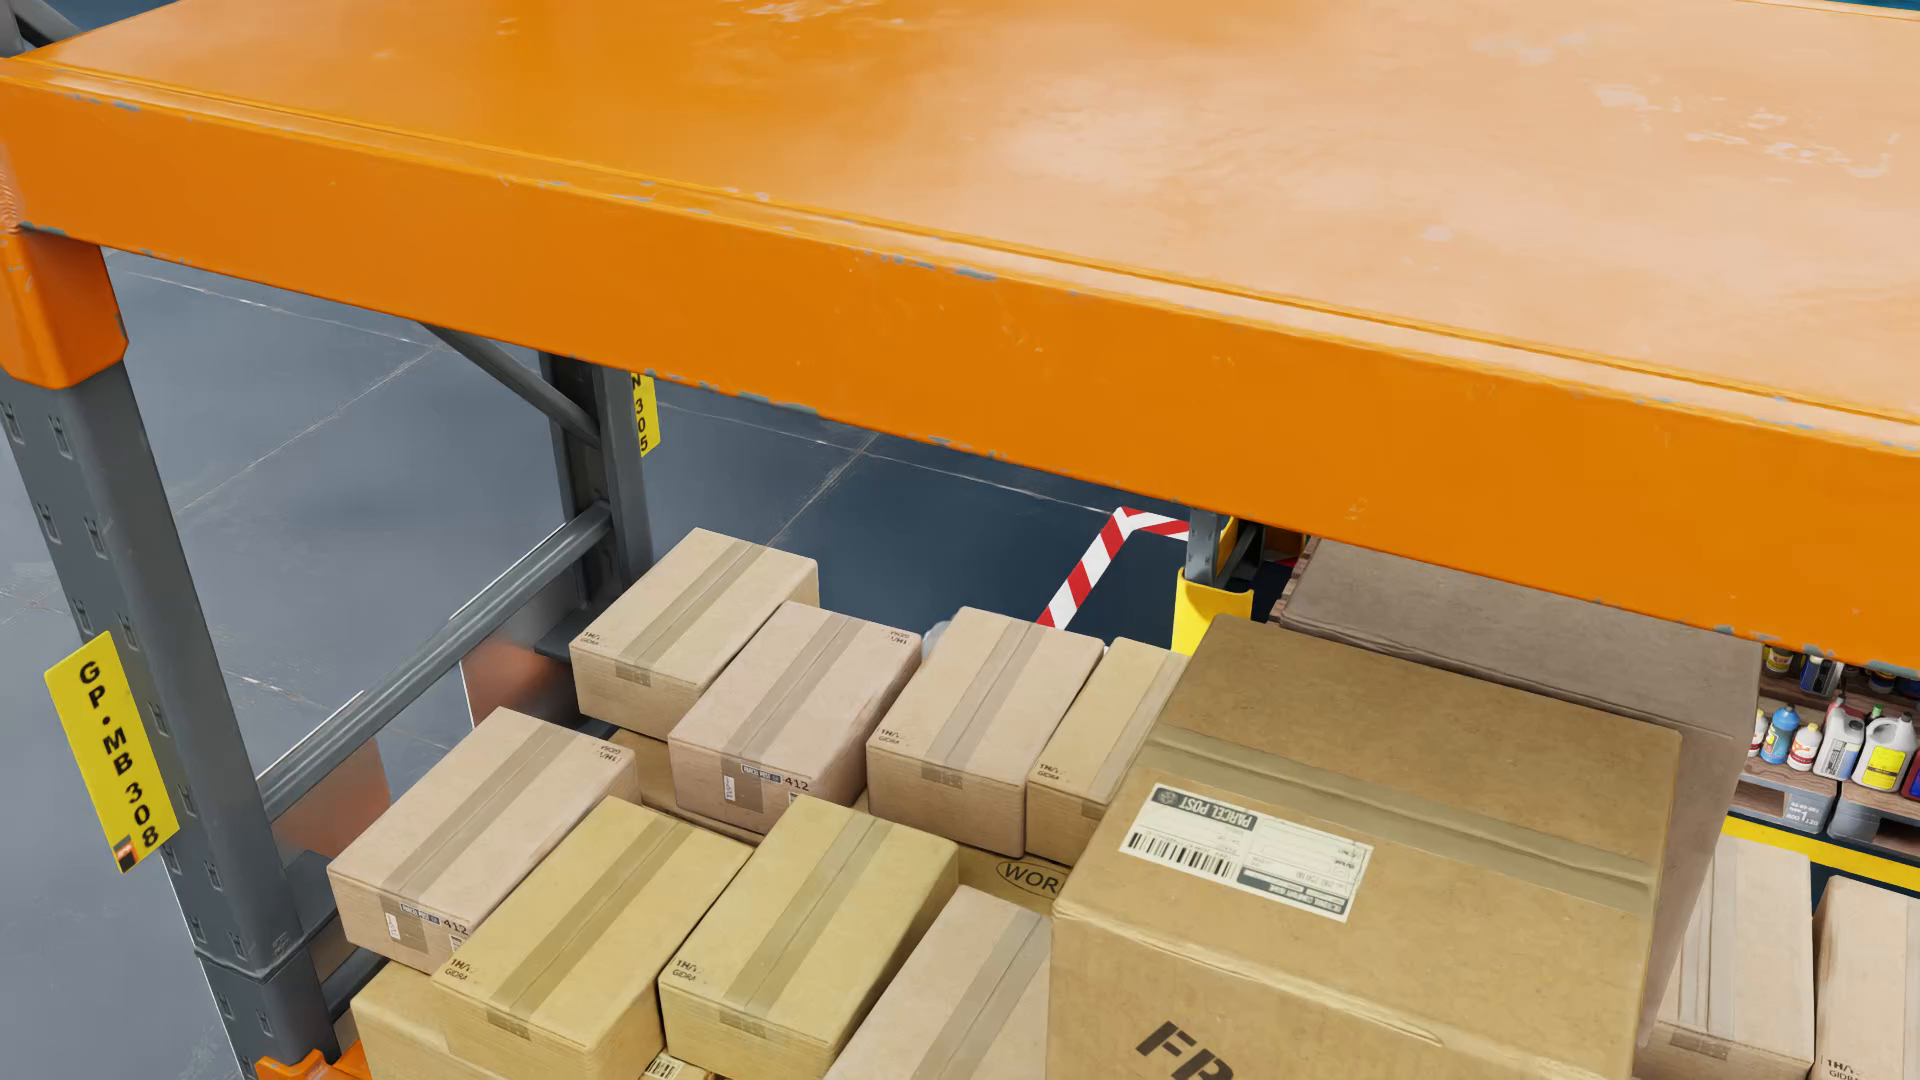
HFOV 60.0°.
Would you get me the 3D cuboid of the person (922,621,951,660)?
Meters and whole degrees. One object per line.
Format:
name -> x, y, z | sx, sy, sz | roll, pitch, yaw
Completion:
person -> 0.080, 0.667, 6.646 | 0.512, 1.116, 0.808 | 14, 36, 20
